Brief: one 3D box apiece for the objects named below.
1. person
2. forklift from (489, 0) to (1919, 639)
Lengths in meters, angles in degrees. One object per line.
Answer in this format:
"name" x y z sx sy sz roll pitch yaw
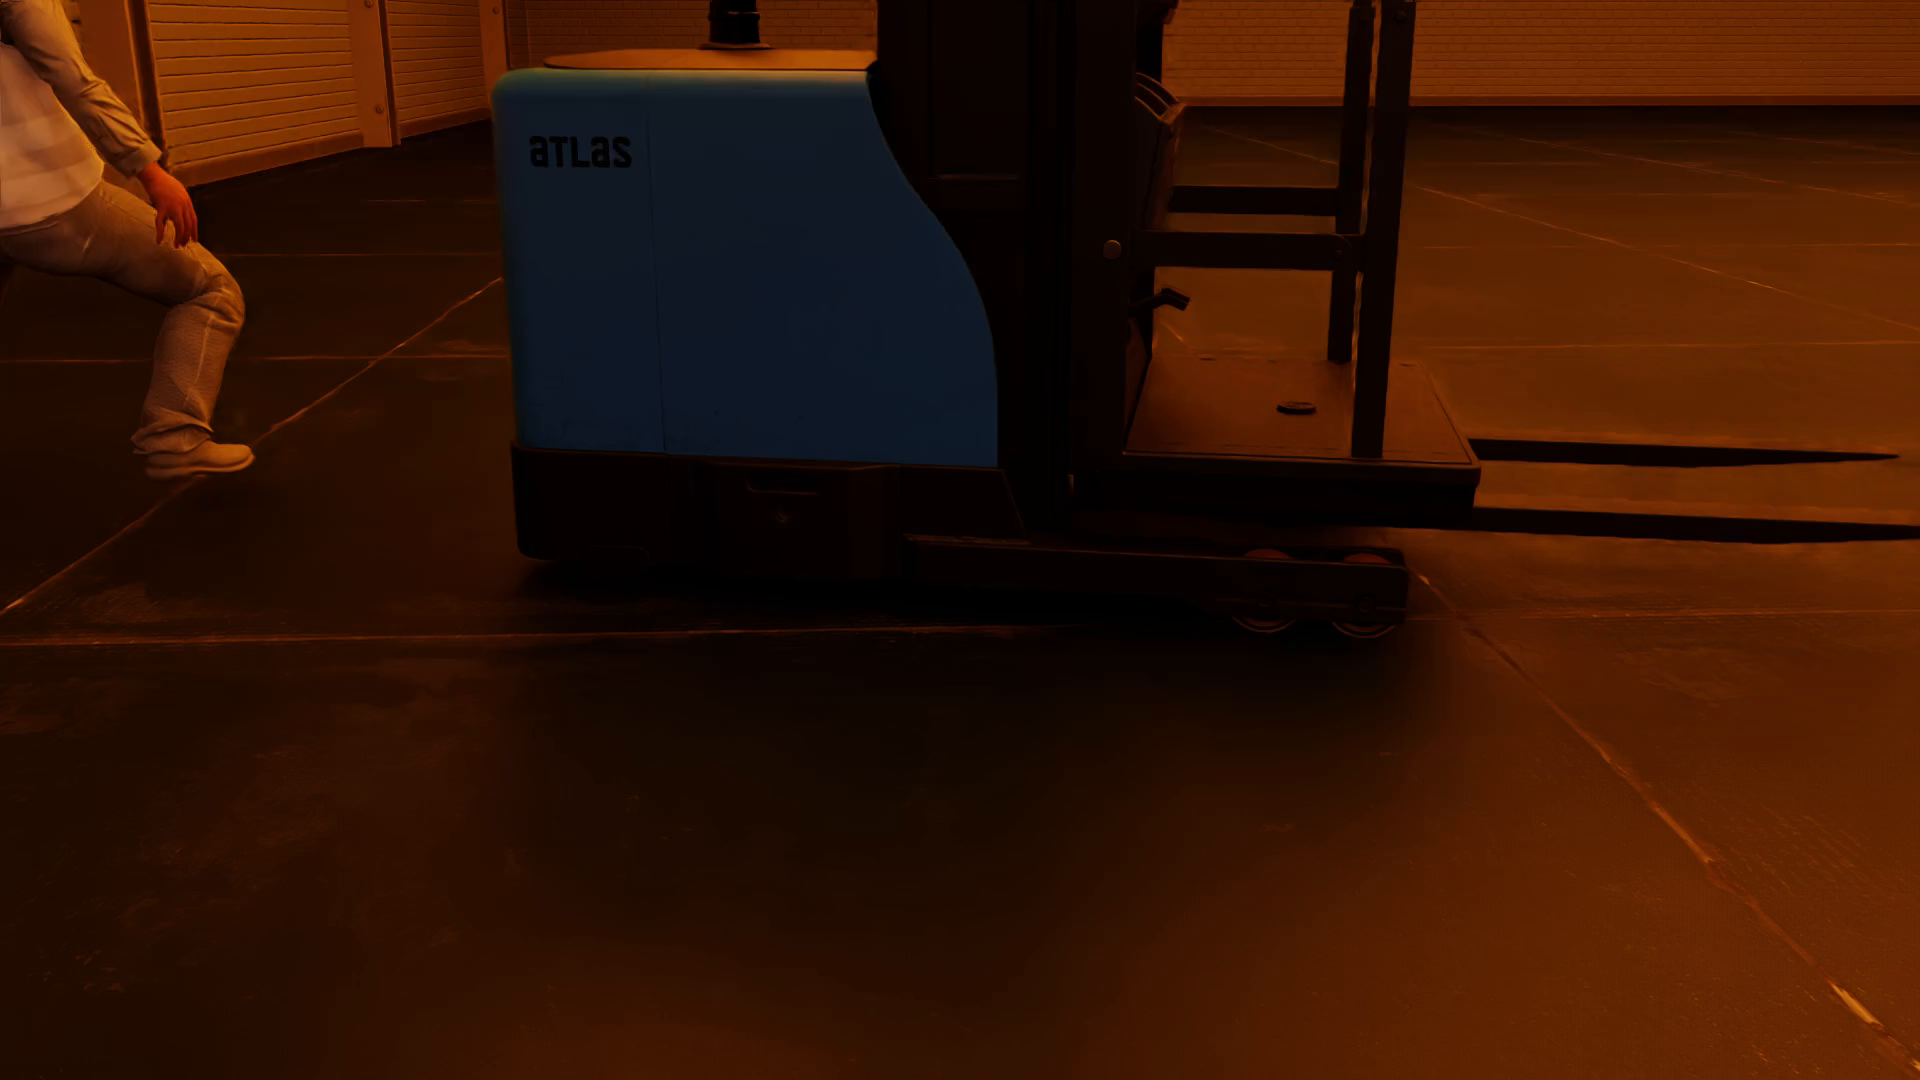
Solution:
"person" -2.266 -0.856 3.956 0.936 1.648 0.664 4 17 13
"forklift" 0.603 -1.374 3.398 3.031 2.935 1.130 3 17 9
